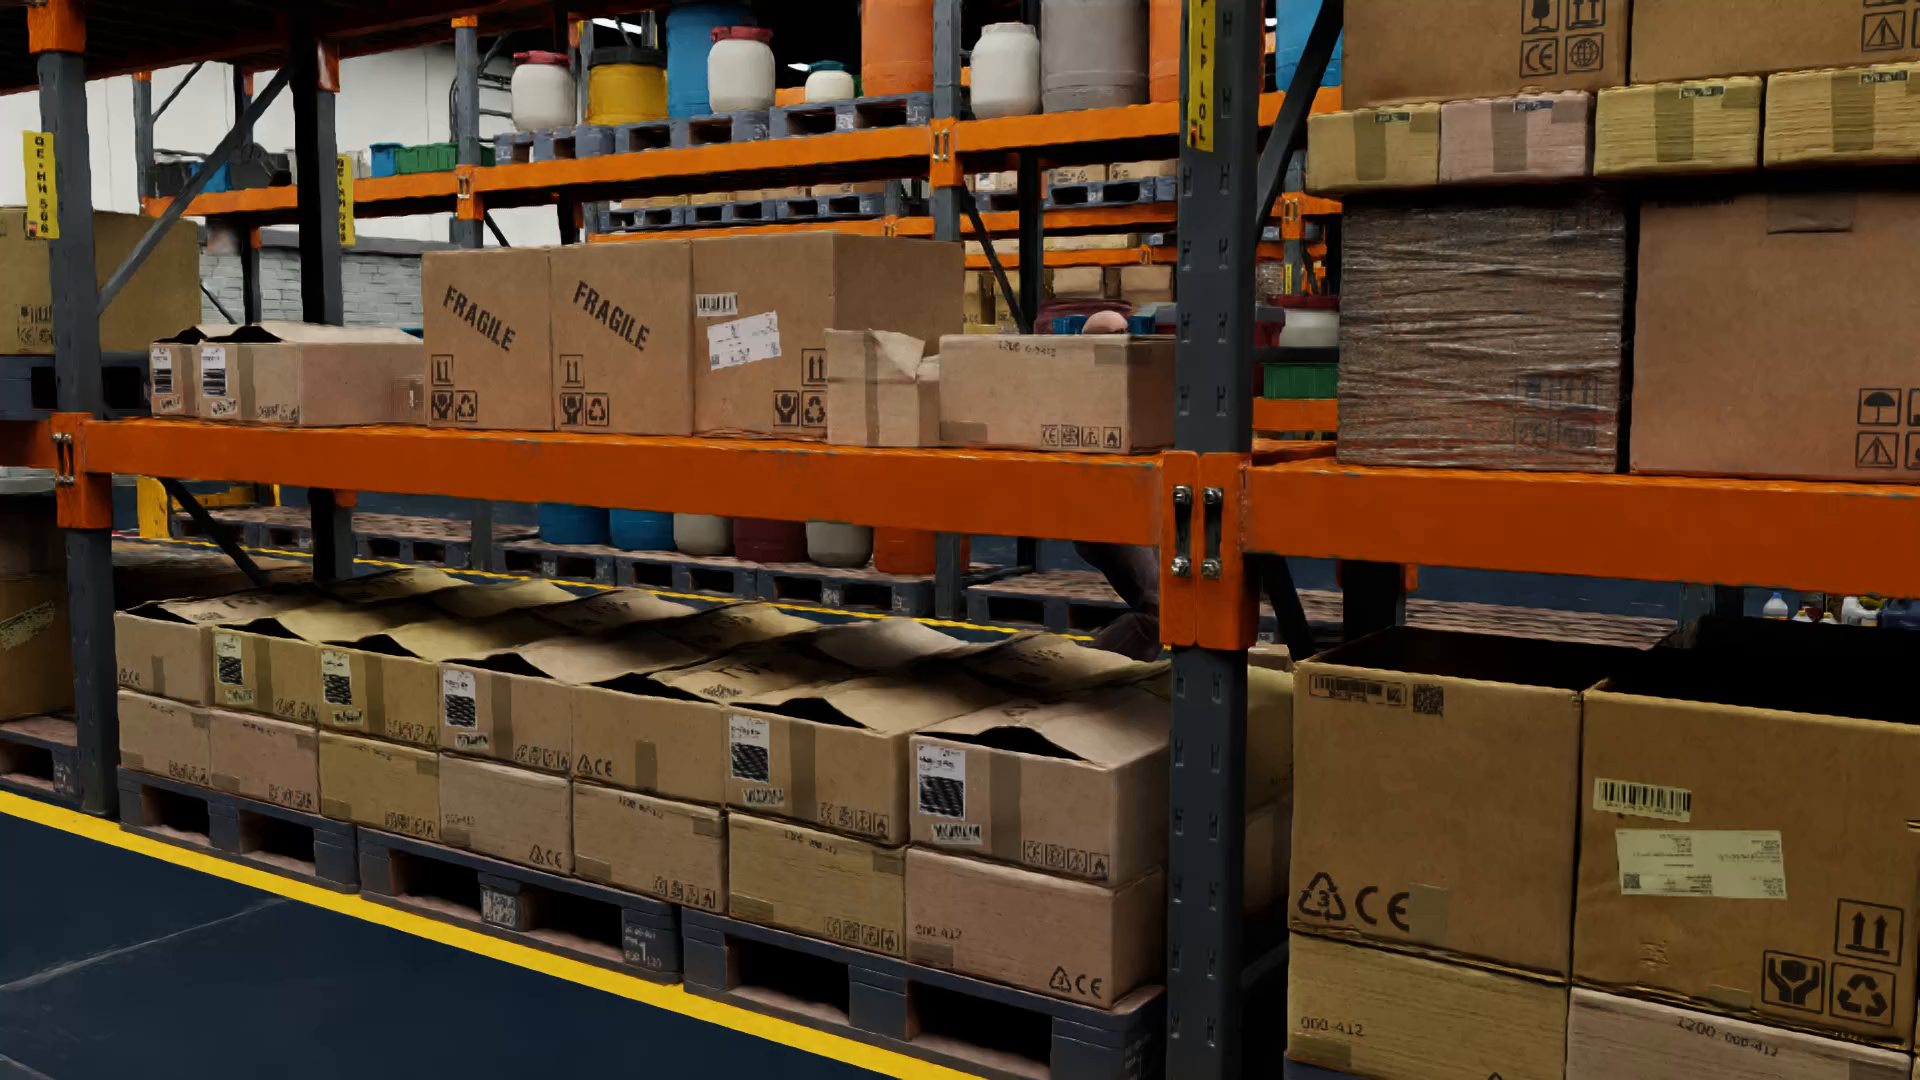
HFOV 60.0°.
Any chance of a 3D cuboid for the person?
[{"bbox_3d":[0.665,-0.061,6.620,0.493,1.689,0.710,2,7,21],"label":"person"}]
